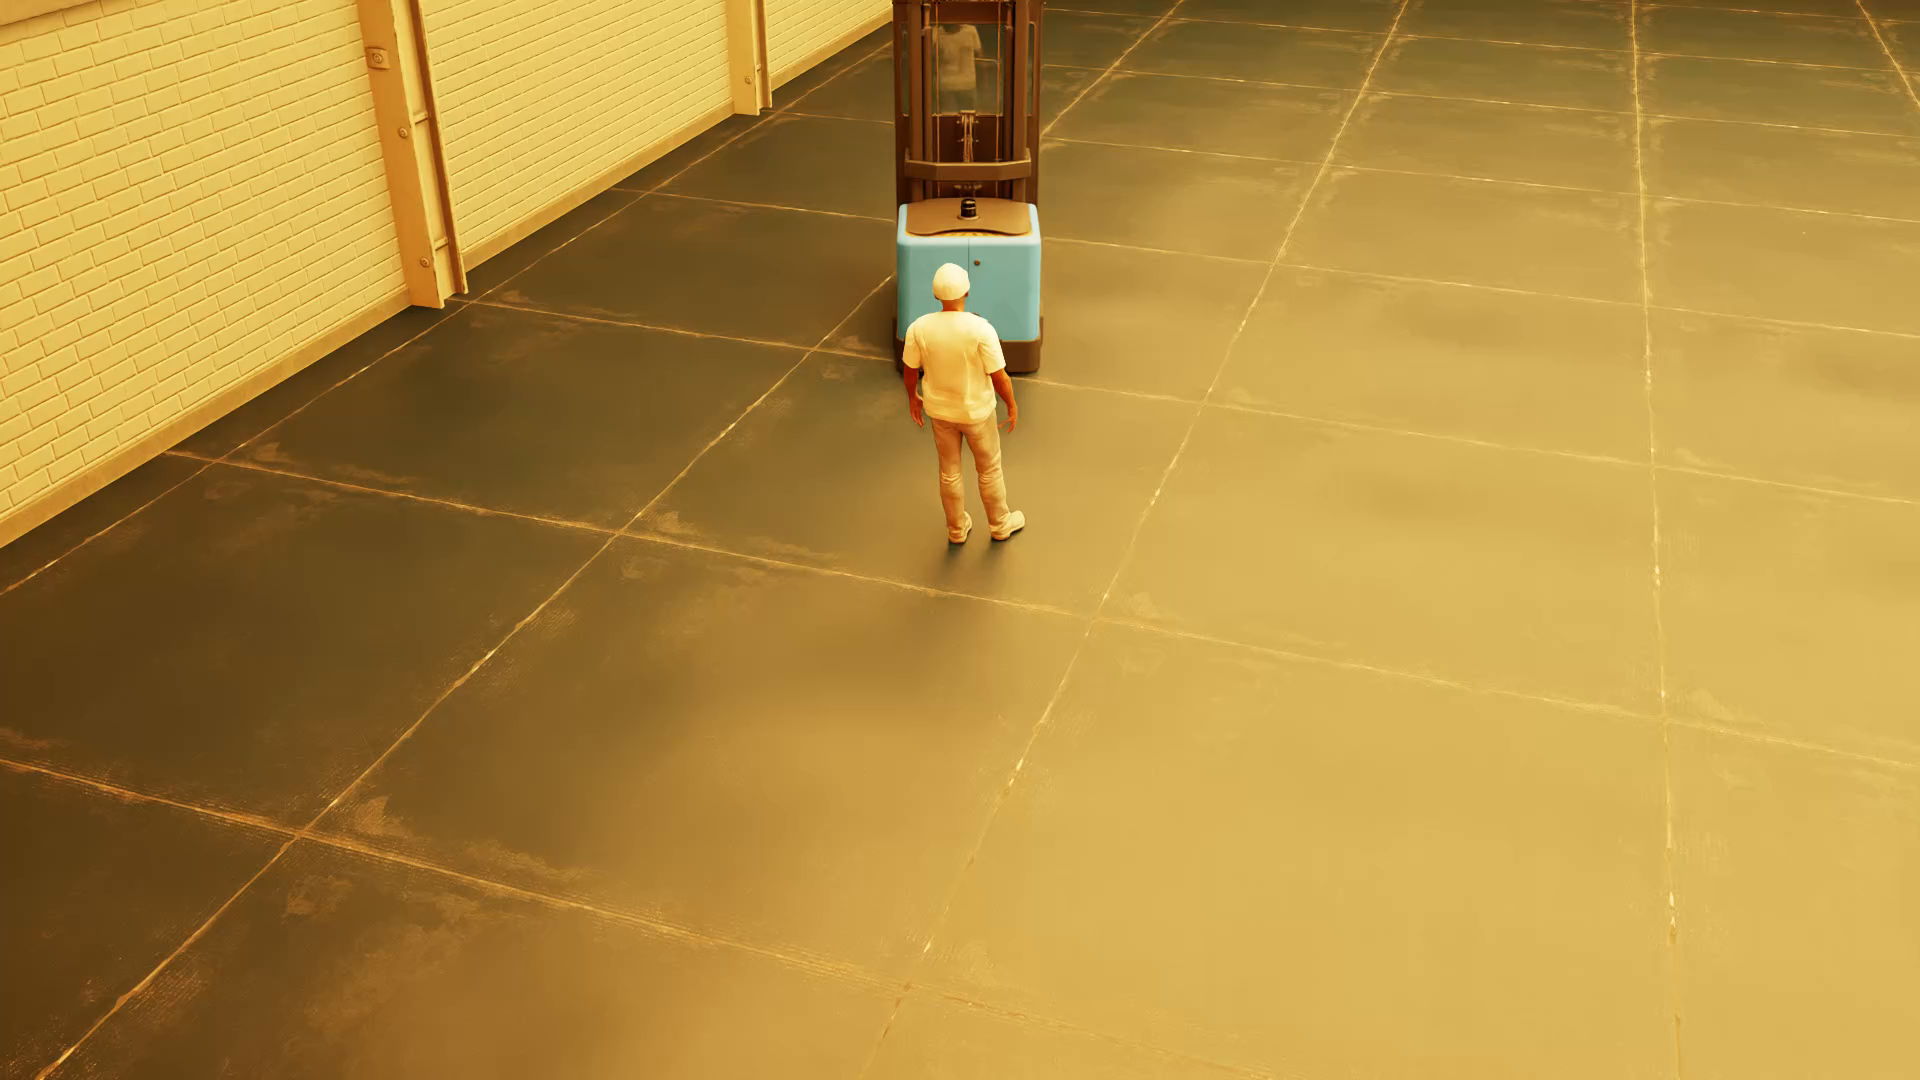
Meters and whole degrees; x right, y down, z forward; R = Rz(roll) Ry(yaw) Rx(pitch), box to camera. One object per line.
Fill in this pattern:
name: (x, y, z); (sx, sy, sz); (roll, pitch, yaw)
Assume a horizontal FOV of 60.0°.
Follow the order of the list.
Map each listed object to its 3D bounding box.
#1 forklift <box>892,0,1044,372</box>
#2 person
forklift: (0.053, -3.181, 12.717); (1.130, 2.935, 3.031); (0, 30, 0)
person: (0.027, -0.805, 9.712); (0.666, 1.768, 0.575); (10, 31, 16)
